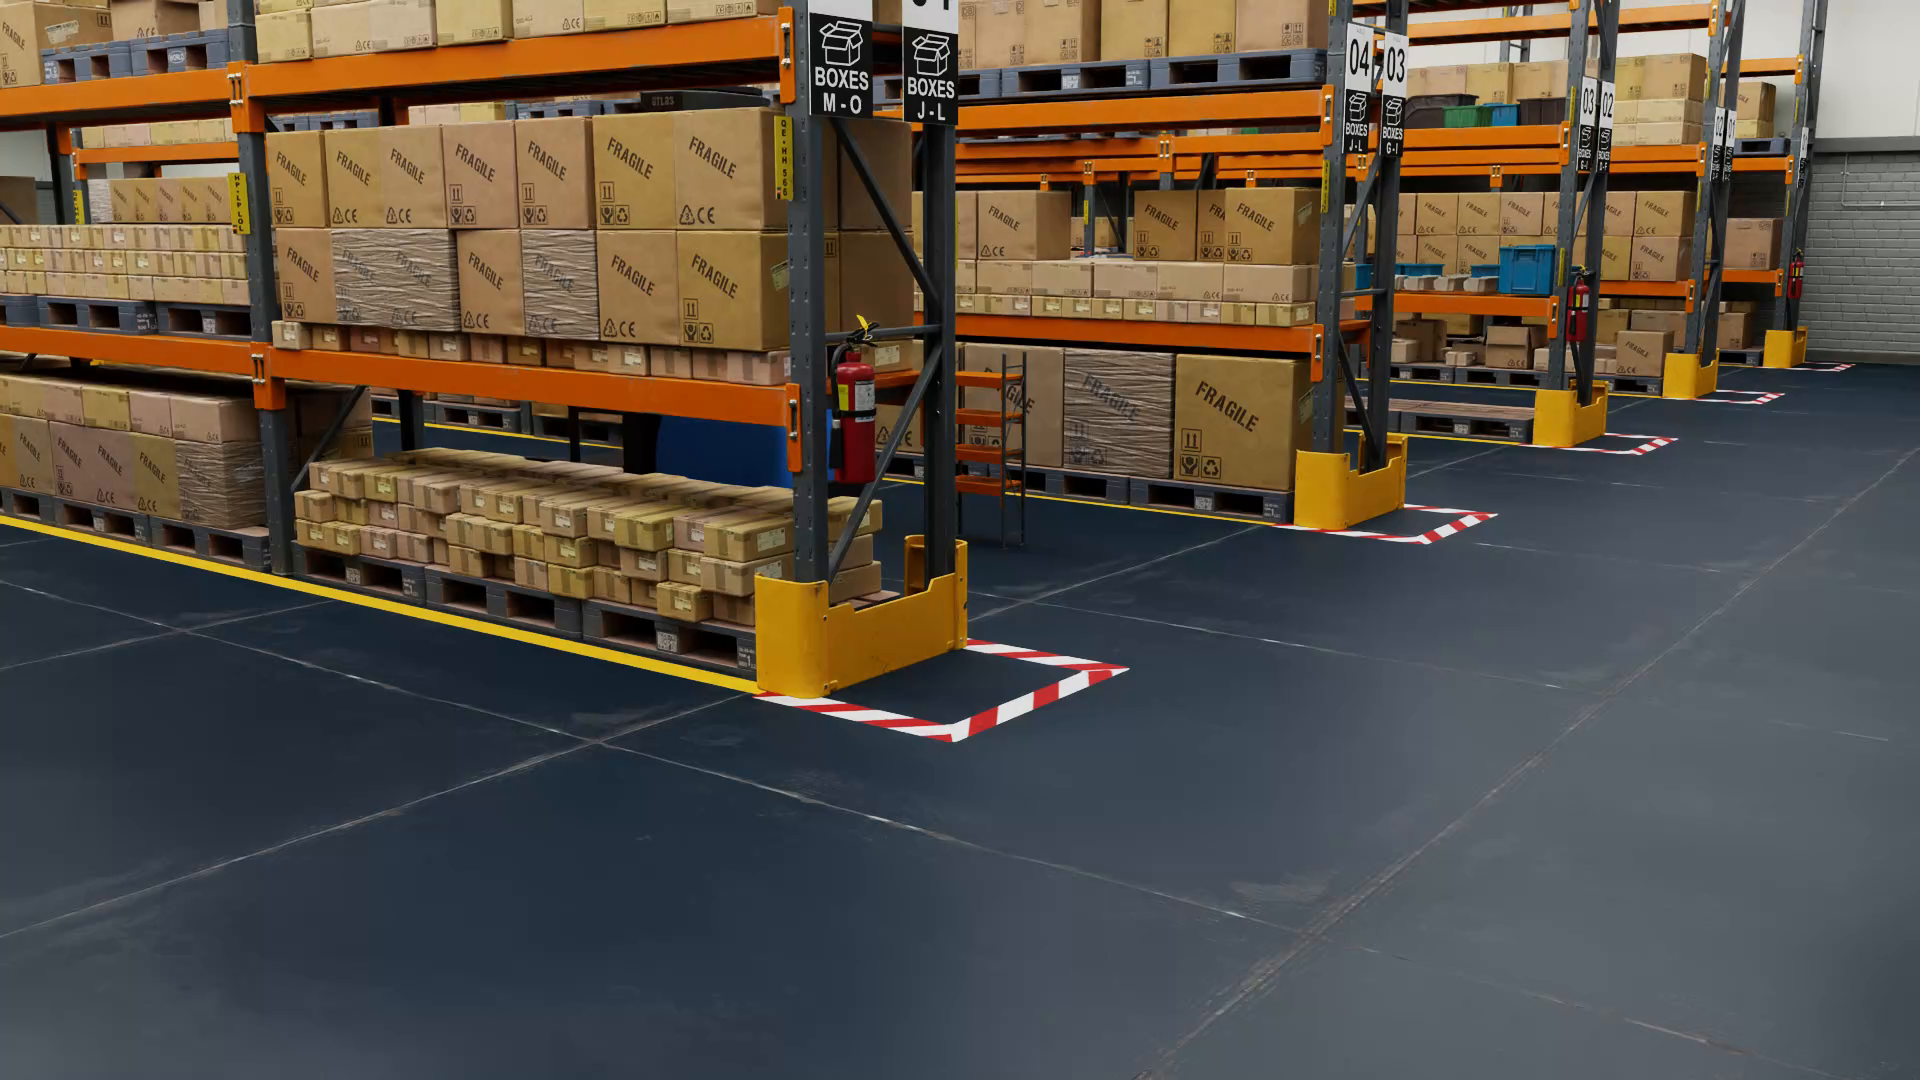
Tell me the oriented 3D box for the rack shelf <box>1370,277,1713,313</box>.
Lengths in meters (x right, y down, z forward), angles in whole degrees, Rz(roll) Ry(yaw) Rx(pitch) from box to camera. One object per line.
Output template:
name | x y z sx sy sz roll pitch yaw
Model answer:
rack shelf | 6.910 -3.029 20.184 4.000 0.370 1.077 8 13 36

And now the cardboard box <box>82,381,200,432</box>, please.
cardboard box | -5.177 -0.852 10.539 0.500 0.250 0.500 7 13 33

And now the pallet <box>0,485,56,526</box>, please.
pallet | -6.181 -0.336 11.709 1.213 0.211 1.003 8 13 36

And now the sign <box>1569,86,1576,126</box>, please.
sign | 5.274 -3.735 14.317 0.005 0.325 0.100 8 13 36

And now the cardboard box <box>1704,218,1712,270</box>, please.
cardboard box | 10.441 -4.200 23.550 0.700 0.700 0.980 8 13 35

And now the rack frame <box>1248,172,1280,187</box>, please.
rack frame | 5.003 -4.816 27.525 0.127 3.000 1.000 8 13 36

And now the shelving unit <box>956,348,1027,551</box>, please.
shelving unit | 0.133 -0.570 10.320 0.503 1.200 0.258 8 13 36

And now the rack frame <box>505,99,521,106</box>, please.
rack frame | -3.793 -5.486 15.196 0.127 3.000 1.000 8 13 36

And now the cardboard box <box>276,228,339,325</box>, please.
cardboard box | -3.336 -1.444 9.050 0.500 0.500 0.500 8 13 35

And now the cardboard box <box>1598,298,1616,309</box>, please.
cardboard box | 9.358 -3.439 24.174 0.250 0.149 0.380 7 13 34

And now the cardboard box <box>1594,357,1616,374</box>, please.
cardboard box | 7.664 -2.065 19.609 0.250 0.166 0.380 8 13 36

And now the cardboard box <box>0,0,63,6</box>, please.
cardboard box | -6.003 -3.522 10.663 0.258 0.266 0.396 8 13 36

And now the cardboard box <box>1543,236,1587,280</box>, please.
cardboard box | 7.180 -3.330 19.582 0.500 0.500 0.500 8 14 36

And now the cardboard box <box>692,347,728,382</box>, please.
cardboard box | -0.971 -0.797 7.415 0.250 0.149 0.380 8 13 35

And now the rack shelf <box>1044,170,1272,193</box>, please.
rack shelf | 3.391 -6.160 28.471 4.000 0.370 1.077 8 13 36

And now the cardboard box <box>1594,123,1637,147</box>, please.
cardboard box | 7.555 -4.632 19.072 0.500 0.250 0.500 8 13 36

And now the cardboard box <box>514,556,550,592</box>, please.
cardboard box | -1.997 0.138 8.320 0.250 0.149 0.380 8 14 37

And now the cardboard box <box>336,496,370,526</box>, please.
cardboard box | -3.227 -0.191 9.238 0.250 0.149 0.380 8 14 36

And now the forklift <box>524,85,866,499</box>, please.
forklift | -2.140 -1.660 11.395 3.031 2.935 1.130 6 13 29

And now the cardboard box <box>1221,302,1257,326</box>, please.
cardboard box | 1.963 -1.537 11.237 0.250 0.149 0.380 8 14 36

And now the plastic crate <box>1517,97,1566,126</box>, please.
plastic crate | 5.441 -3.894 15.208 0.590 0.269 0.497 8 13 36

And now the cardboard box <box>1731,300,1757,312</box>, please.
cardboard box | 11.046 -3.294 23.425 0.250 0.149 0.380 8 14 36

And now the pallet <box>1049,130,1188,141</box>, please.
pallet | 1.673 -4.303 17.472 1.003 0.211 1.213 8 13 36

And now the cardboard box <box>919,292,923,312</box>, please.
cardboard box | -0.103 -1.825 12.725 0.250 0.149 0.380 8 14 37

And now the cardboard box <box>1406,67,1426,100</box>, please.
cardboard box | 5.712 -5.571 20.637 0.500 0.500 0.700 8 13 36

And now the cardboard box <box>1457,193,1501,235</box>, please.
cardboard box | 6.341 -3.935 20.079 0.500 0.500 0.500 7 13 34

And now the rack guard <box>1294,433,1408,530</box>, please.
rack guard | 2.674 -0.411 11.340 0.348 0.500 1.175 8 13 36

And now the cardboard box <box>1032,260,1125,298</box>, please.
cardboard box | 0.866 -1.900 12.065 0.500 0.250 0.500 8 14 36

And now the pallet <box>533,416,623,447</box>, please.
pallet | -3.202 -1.072 15.513 1.213 0.211 1.003 8 13 36

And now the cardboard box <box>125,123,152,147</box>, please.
cardboard box | -9.190 -4.632 19.074 0.500 0.250 0.500 8 13 35

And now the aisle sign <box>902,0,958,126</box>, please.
aisle sign | -0.126 -2.207 7.199 0.004 0.787 0.394 8 13 36

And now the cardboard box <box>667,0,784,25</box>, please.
cardboard box | -0.886 -2.303 7.035 0.500 0.250 0.500 8 13 34

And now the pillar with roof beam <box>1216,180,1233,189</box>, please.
pillar with roof beam | 1.919 -7.381 24.989 0.400 9.000 9.100 8 13 36

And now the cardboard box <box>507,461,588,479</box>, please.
cardboard box | -2.275 -0.335 9.196 0.250 0.149 0.380 7 13 33

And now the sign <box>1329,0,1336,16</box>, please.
sign | 2.323 -3.428 10.334 0.005 0.325 0.100 8 13 36

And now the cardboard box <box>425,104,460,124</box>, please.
cardboard box | -4.729 -4.009 15.855 0.500 0.250 0.500 8 13 35

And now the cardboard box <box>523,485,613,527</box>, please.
cardboard box | -1.959 -0.167 8.327 0.250 0.149 0.380 7 13 34

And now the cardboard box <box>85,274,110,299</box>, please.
cardboard box | -5.290 -1.616 10.543 0.250 0.149 0.380 7 13 34

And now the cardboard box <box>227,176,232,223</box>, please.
cardboard box | -7.543 -3.685 18.001 0.500 0.500 0.500 8 13 36

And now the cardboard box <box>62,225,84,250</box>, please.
cardboard box | -5.492 -1.939 10.643 0.250 0.149 0.380 8 14 37

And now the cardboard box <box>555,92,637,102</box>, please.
cardboard box | -3.259 -4.213 15.134 0.637 0.503 0.797 9 14 39

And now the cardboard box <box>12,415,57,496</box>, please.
cardboard box | -5.984 -0.597 11.195 0.500 0.500 0.500 8 14 36

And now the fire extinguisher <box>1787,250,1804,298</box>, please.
fire extinguisher | 11.299 -3.608 22.466 0.183 0.674 0.296 8 13 36

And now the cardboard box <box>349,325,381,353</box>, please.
cardboard box | -3.054 -1.098 8.971 0.250 0.149 0.380 7 13 33

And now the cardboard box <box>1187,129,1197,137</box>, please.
cardboard box | 3.275 -5.419 22.483 0.500 0.500 0.910 8 13 36

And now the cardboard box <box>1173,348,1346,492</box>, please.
cardboard box | 2.092 -0.864 11.587 0.875 0.875 0.875 8 13 36

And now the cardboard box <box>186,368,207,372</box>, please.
cardboard box | -8.752 -2.211 19.537 0.500 0.500 0.500 10 15 41

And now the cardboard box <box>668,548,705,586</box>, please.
cardboard box | -1.136 0.101 7.729 0.250 0.149 0.380 8 13 34

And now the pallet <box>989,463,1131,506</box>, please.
pallet | 0.985 -0.487 12.494 1.213 0.211 1.003 8 13 36

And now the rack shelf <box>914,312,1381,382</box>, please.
rack shelf | 1.043 -1.513 12.347 4.000 0.370 1.077 8 13 36

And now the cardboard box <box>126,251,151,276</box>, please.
cardboard box | -4.867 -1.704 10.212 0.250 0.149 0.380 7 13 33

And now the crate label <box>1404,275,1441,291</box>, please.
crate label | 4.358 -2.426 15.709 0.243 0.136 0.396 8 13 36
